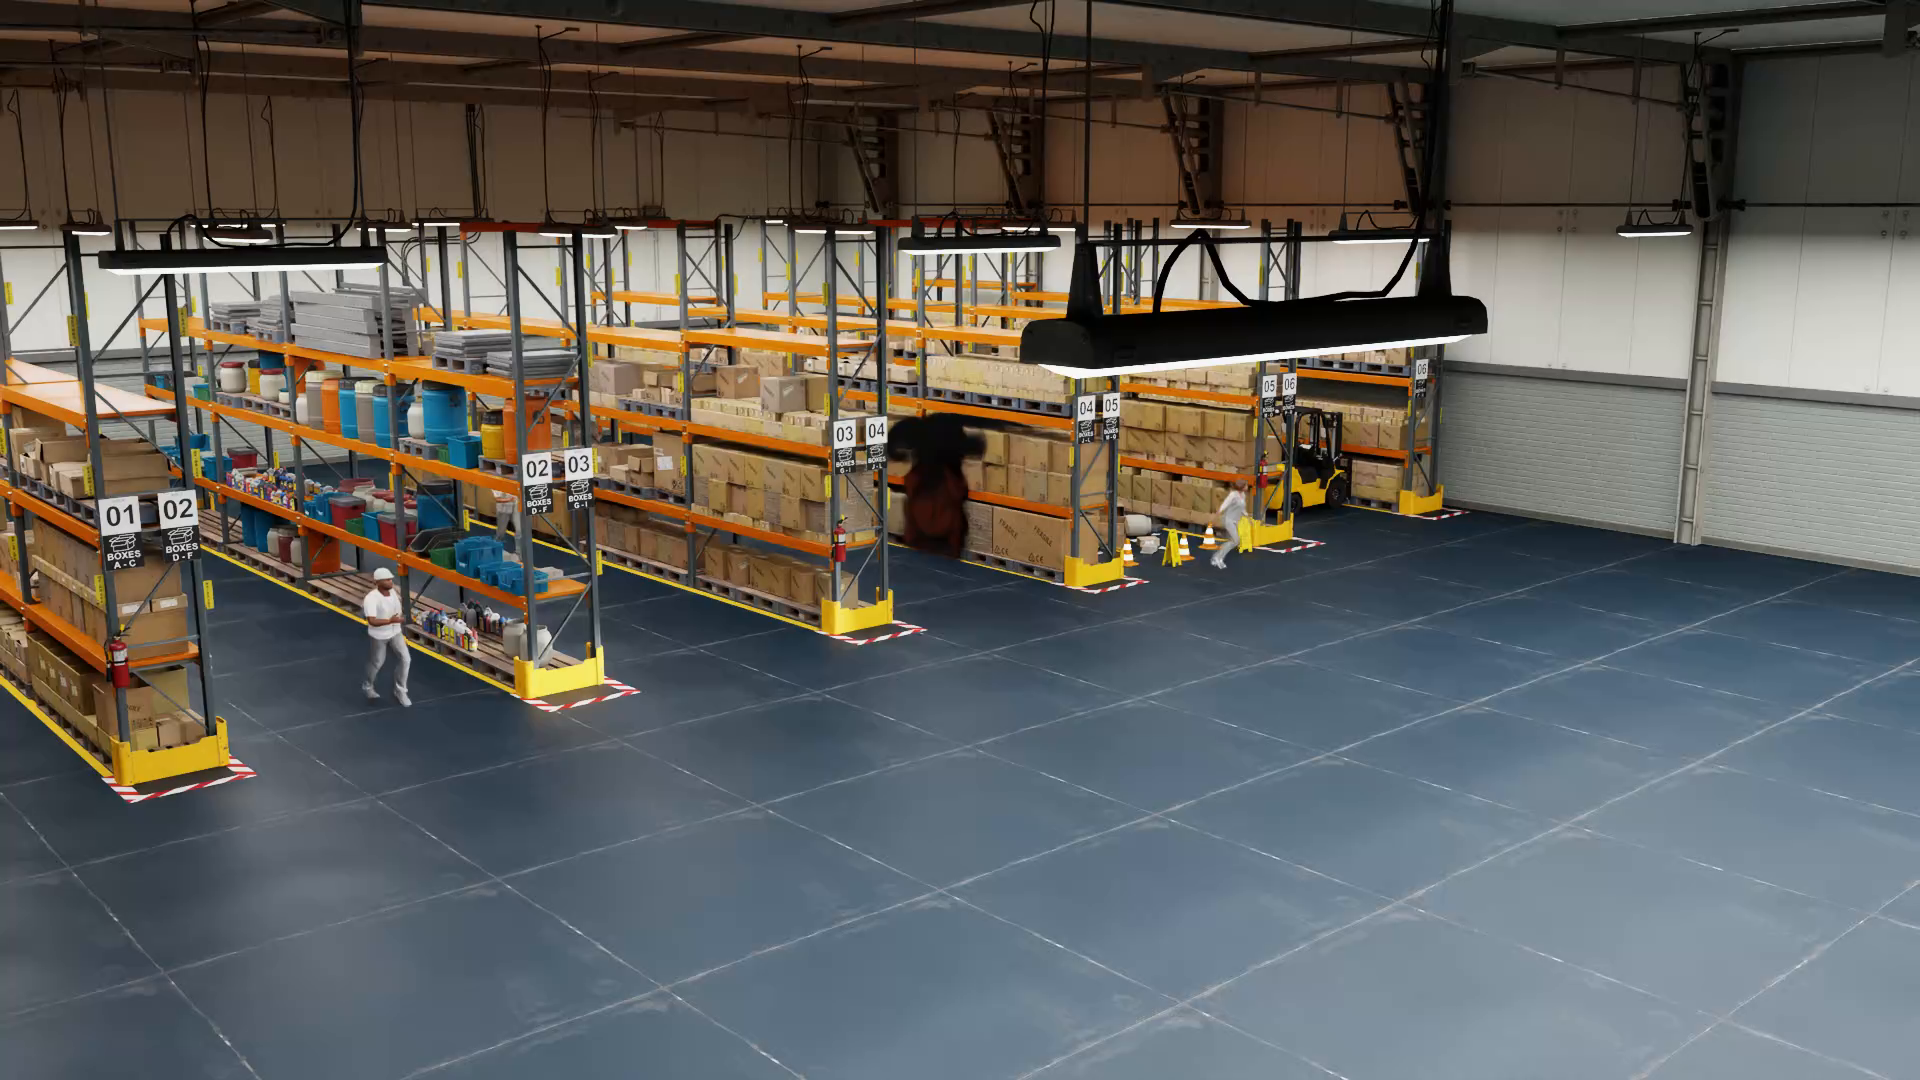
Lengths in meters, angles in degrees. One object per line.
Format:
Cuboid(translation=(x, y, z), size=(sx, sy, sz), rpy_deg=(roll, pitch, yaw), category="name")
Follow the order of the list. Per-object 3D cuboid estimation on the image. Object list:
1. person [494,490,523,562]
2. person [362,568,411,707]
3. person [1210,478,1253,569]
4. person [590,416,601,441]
Cuboid(translation=(-8.173, -0.479, 30.010), size=(0.567, 1.706, 0.856), rpy_deg=(-10, 15, -41), category="person")
Cuboid(translation=(-7.343, 1.246, 21.244), size=(0.856, 1.824, 0.651), rpy_deg=(7, 13, 30), category="person")
Cuboid(translation=(4.602, -0.290, 28.085), size=(0.656, 1.531, 0.522), rpy_deg=(6, 13, 28), category="person")
Cuboid(translation=(-8.357, -2.003, 37.454), size=(0.644, 1.689, 0.649), rpy_deg=(-8, 14, -34), category="person")
